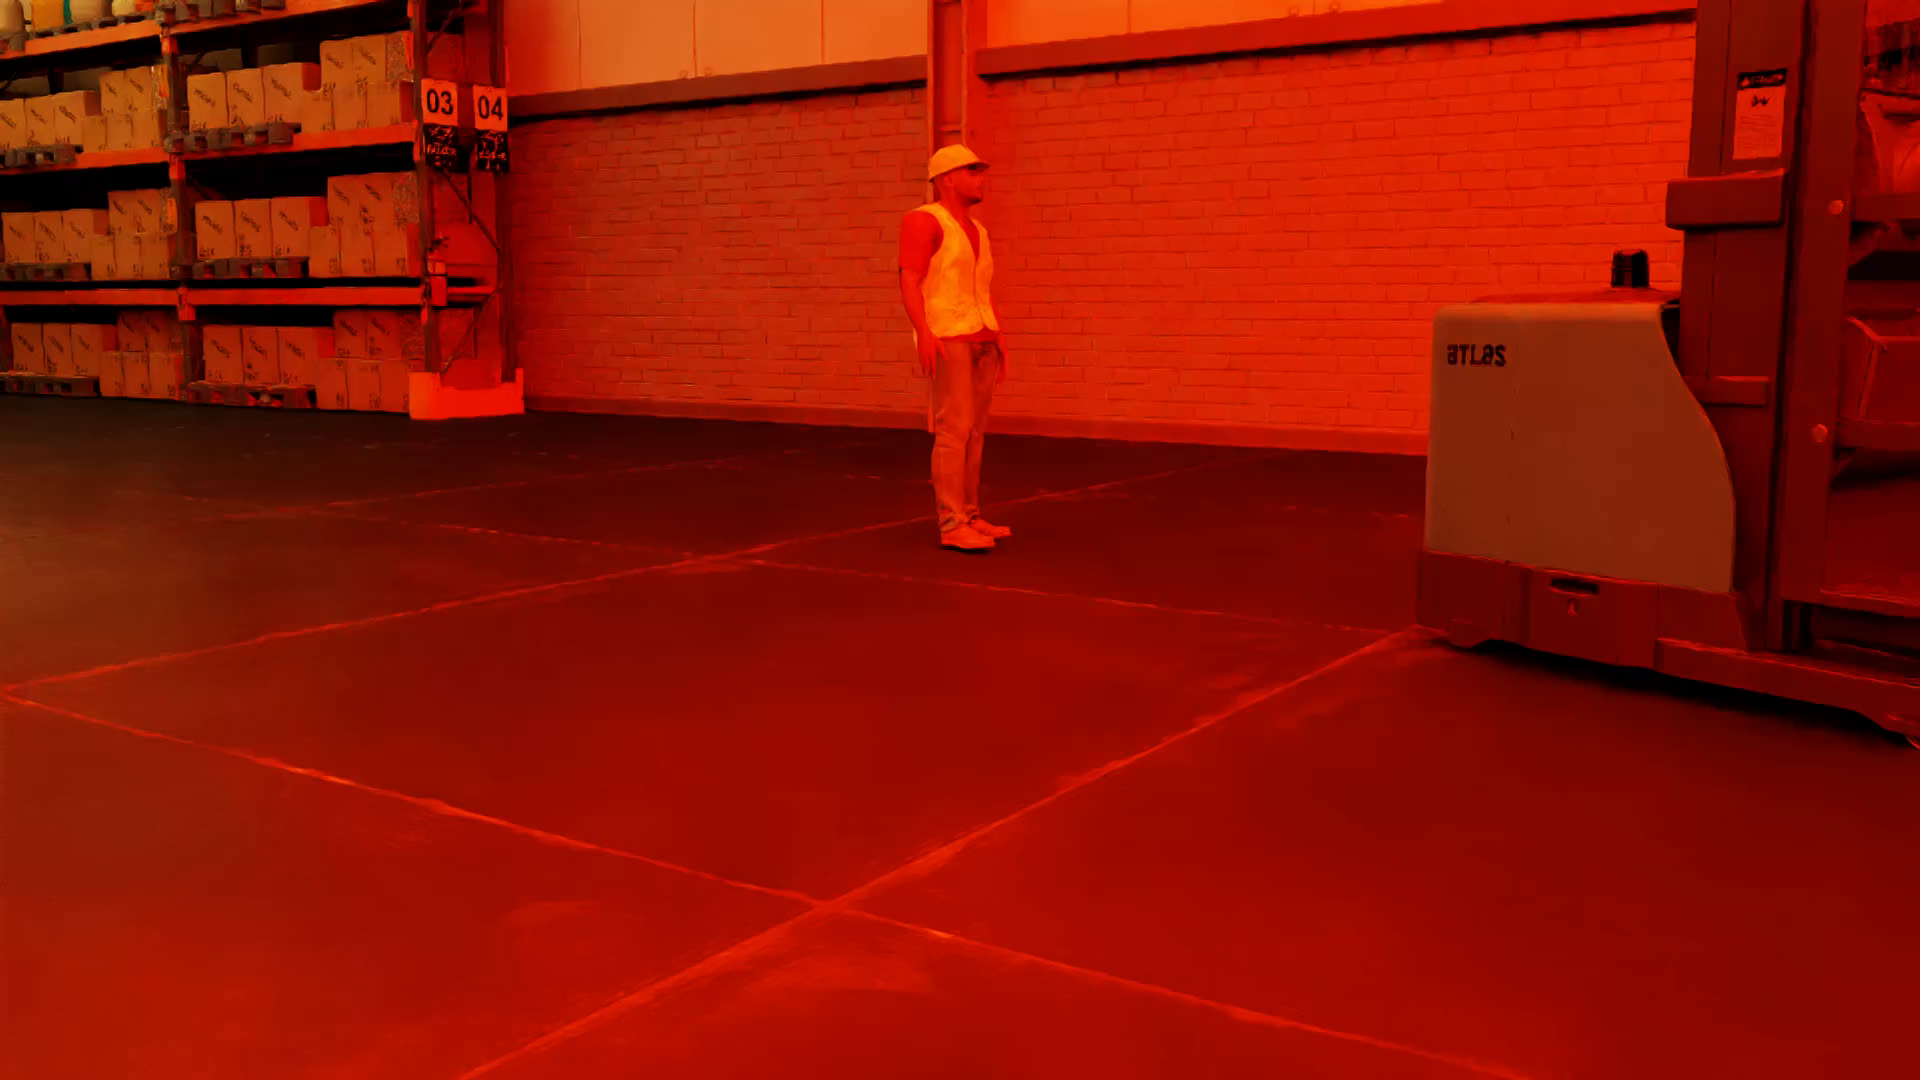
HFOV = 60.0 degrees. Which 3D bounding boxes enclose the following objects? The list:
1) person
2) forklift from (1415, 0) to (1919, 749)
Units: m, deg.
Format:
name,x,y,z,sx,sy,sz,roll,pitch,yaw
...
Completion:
name,x,y,z,sx,sy,sz,roll,pitch,yaw
person,0.055,-0.875,7.435,0.576,1.766,0.665,5,10,34
forklift,2.714,-0.992,4.171,1.130,2.935,3.031,-6,10,-36
